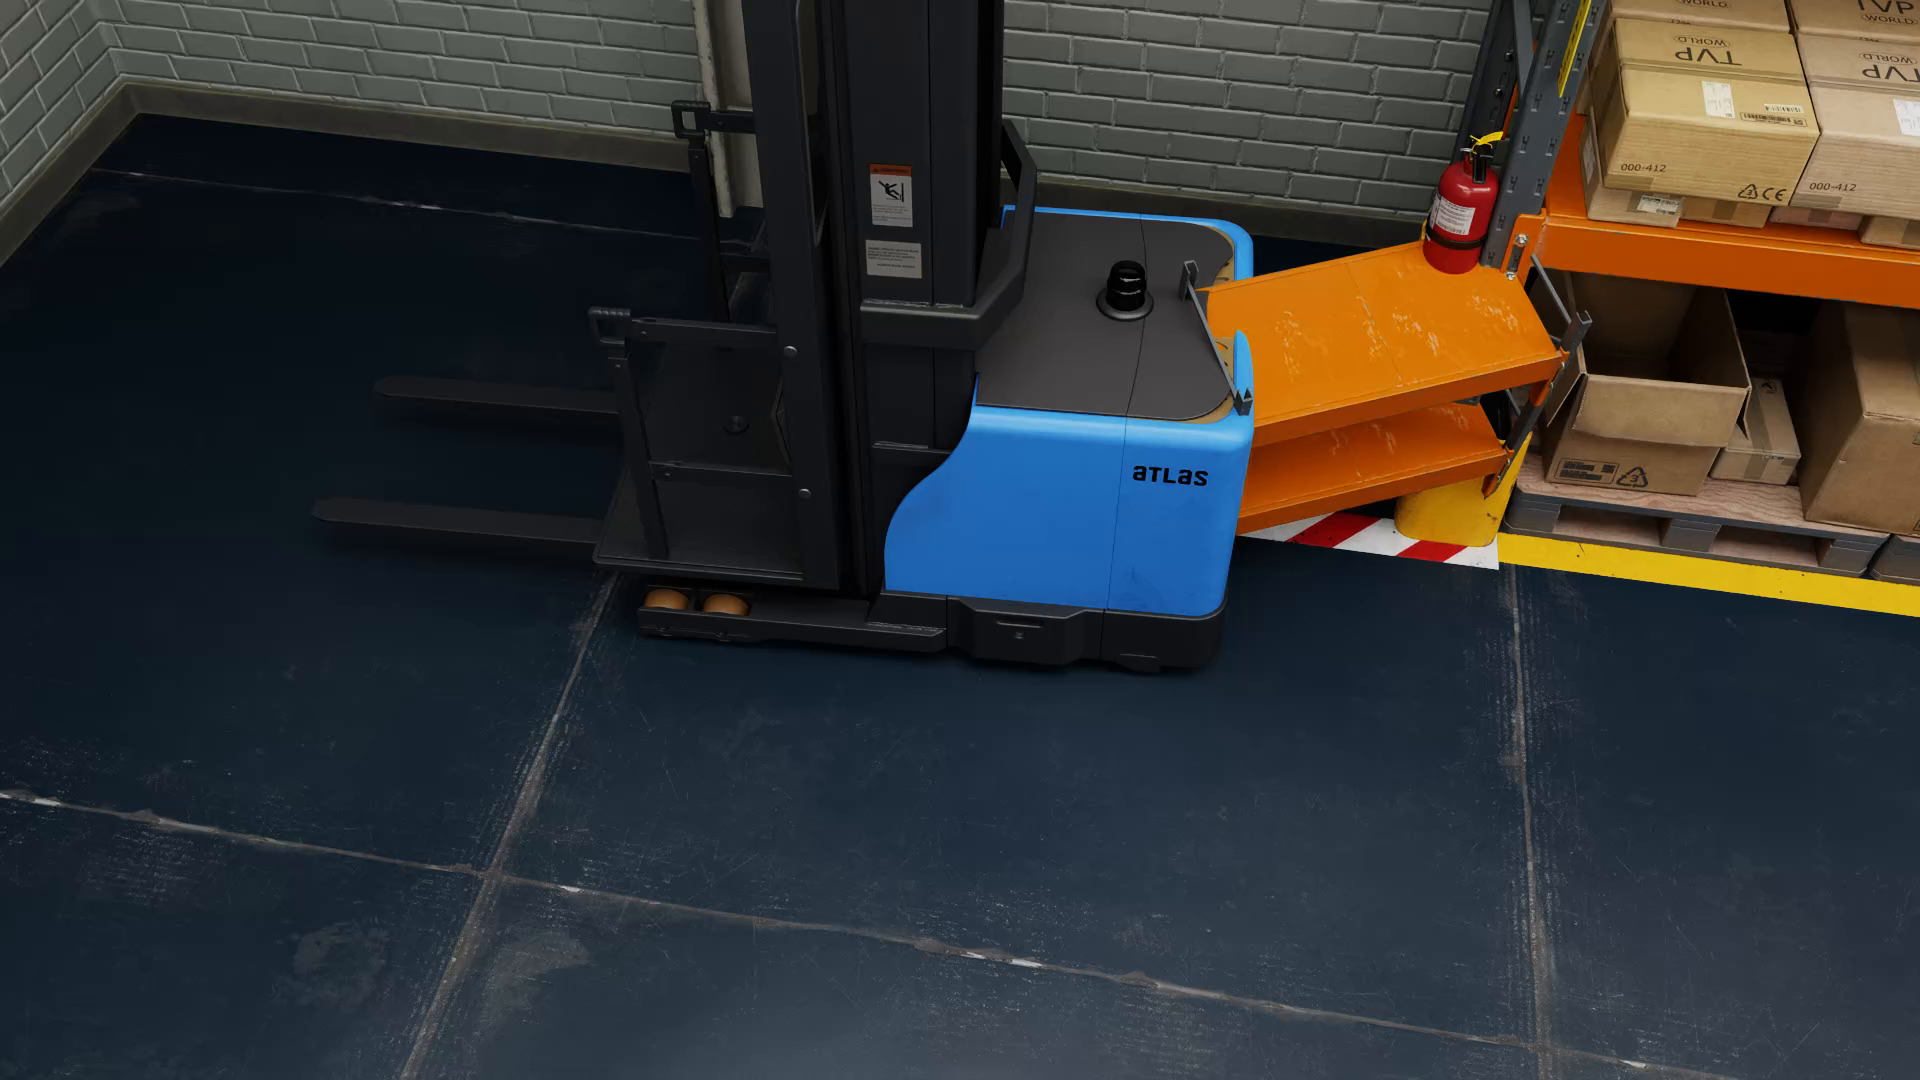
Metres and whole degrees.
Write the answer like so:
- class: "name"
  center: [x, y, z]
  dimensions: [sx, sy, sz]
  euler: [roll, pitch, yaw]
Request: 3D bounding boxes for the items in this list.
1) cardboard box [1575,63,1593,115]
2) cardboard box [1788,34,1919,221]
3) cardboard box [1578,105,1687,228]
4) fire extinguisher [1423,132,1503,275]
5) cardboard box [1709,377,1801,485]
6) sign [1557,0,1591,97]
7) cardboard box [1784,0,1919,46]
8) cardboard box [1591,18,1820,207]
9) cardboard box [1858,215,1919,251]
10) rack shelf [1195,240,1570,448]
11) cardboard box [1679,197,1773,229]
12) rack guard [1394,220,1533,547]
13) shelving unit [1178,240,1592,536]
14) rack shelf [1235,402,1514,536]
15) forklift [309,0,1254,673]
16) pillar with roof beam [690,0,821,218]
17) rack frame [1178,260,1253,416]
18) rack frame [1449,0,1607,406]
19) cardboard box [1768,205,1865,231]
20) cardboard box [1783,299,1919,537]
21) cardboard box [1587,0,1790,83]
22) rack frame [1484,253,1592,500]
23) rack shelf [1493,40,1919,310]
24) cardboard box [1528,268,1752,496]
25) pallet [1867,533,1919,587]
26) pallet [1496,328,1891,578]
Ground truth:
- class: "cardboard box"
  center: [2.077, -1.499, 5.249]
  dimensions: [0.250, 0.149, 0.380]
  euler: [7, 48, 6]
- class: "cardboard box"
  center: [2.598, -1.156, 4.673]
  dimensions: [0.500, 0.250, 0.500]
  euler: [8, 49, 7]
- class: "cardboard box"
  center: [1.978, -1.102, 4.892]
  dimensions: [0.250, 0.149, 0.380]
  euler: [7, 48, 7]
- class: "fire extinguisher"
  center: [1.477, -0.961, 4.899]
  dimensions: [0.183, 0.674, 0.296]
  euler: [8, 49, 7]
- class: "cardboard box"
  center: [2.700, -0.383, 5.711]
  dimensions: [0.250, 0.149, 0.380]
  euler: [6, 48, 5]
- class: "sign"
  center: [1.607, -1.322, 4.339]
  dimensions: [0.005, 0.325, 0.100]
  euler: [8, 49, 7]
- class: "cardboard box"
  center: [2.711, -1.544, 5.021]
  dimensions: [0.500, 0.250, 0.500]
  euler: [8, 49, 7]
- class: "cardboard box"
  center: [2.102, -1.222, 4.732]
  dimensions: [0.500, 0.250, 0.500]
  euler: [8, 49, 7]
- class: "cardboard box"
  center: [2.739, -1.014, 4.814]
  dimensions: [0.250, 0.149, 0.380]
  euler: [9, 49, 8]
- class: "rack shelf"
  center: [1.214, -0.578, 4.978]
  dimensions: [1.000, 0.278, 0.538]
  euler: [-13, 62, -8]
- class: "cardboard box"
  center: [2.237, -1.102, 4.892]
  dimensions: [0.250, 0.149, 0.380]
  euler: [9, 49, 8]
- class: "rack guard"
  center: [1.778, -0.584, 5.939]
  dimensions: [0.348, 0.500, 1.175]
  euler: [8, 49, 7]
- class: "shelving unit"
  center: [1.211, -0.437, 5.234]
  dimensions: [1.048, 1.125, 0.538]
  euler: [-13, 62, -8]
- class: "rack shelf"
  center: [1.210, -0.319, 5.448]
  dimensions: [1.000, 0.278, 0.538]
  euler: [-13, 62, -8]
- class: "forklift"
  center: [-0.624, -1.033, 4.708]
  dimensions: [3.031, 2.935, 1.130]
  euler: [5, 48, 4]
- class: "pillar with roof beam"
  center: [-1.555, -1.300, 0.869]
  dimensions: [0.400, 9.000, 9.100]
  euler: [8, 49, 7]
- class: "rack frame"
  center: [0.721, -0.322, 5.167]
  dimensions: [0.032, 1.125, 0.500]
  euler: [-13, 62, -8]
- class: "rack frame"
  center: [1.704, -1.430, 5.018]
  dimensions: [0.127, 3.000, 1.000]
  euler: [8, 49, 7]
- class: "cardboard box"
  center: [2.502, -1.093, 4.884]
  dimensions: [0.250, 0.149, 0.380]
  euler: [7, 48, 6]
- class: "cardboard box"
  center: [3.123, -0.443, 5.530]
  dimensions: [0.500, 0.500, 0.700]
  euler: [9, 49, 8]
- class: "cardboard box"
  center: [2.203, -1.613, 5.083]
  dimensions: [0.500, 0.250, 0.500]
  euler: [9, 49, 8]
- class: "rack frame"
  center: [1.702, -0.552, 5.302]
  dimensions: [0.032, 1.125, 0.500]
  euler: [-13, 62, -8]
- class: "rack shelf"
  center: [3.672, -0.925, 5.048]
  dimensions: [4.000, 0.370, 1.077]
  euler: [8, 49, 7]
- class: "cardboard box"
  center: [2.289, -0.586, 5.656]
  dimensions: [0.637, 0.503, 0.797]
  euler: [6, 48, 5]
- class: "pallet"
  center: [3.760, -0.220, 5.806]
  dimensions: [1.213, 0.211, 1.003]
  euler: [8, 49, 7]
- class: "pallet"
  center: [2.563, -0.383, 5.953]
  dimensions: [1.213, 0.211, 1.003]
  euler: [8, 49, 7]
